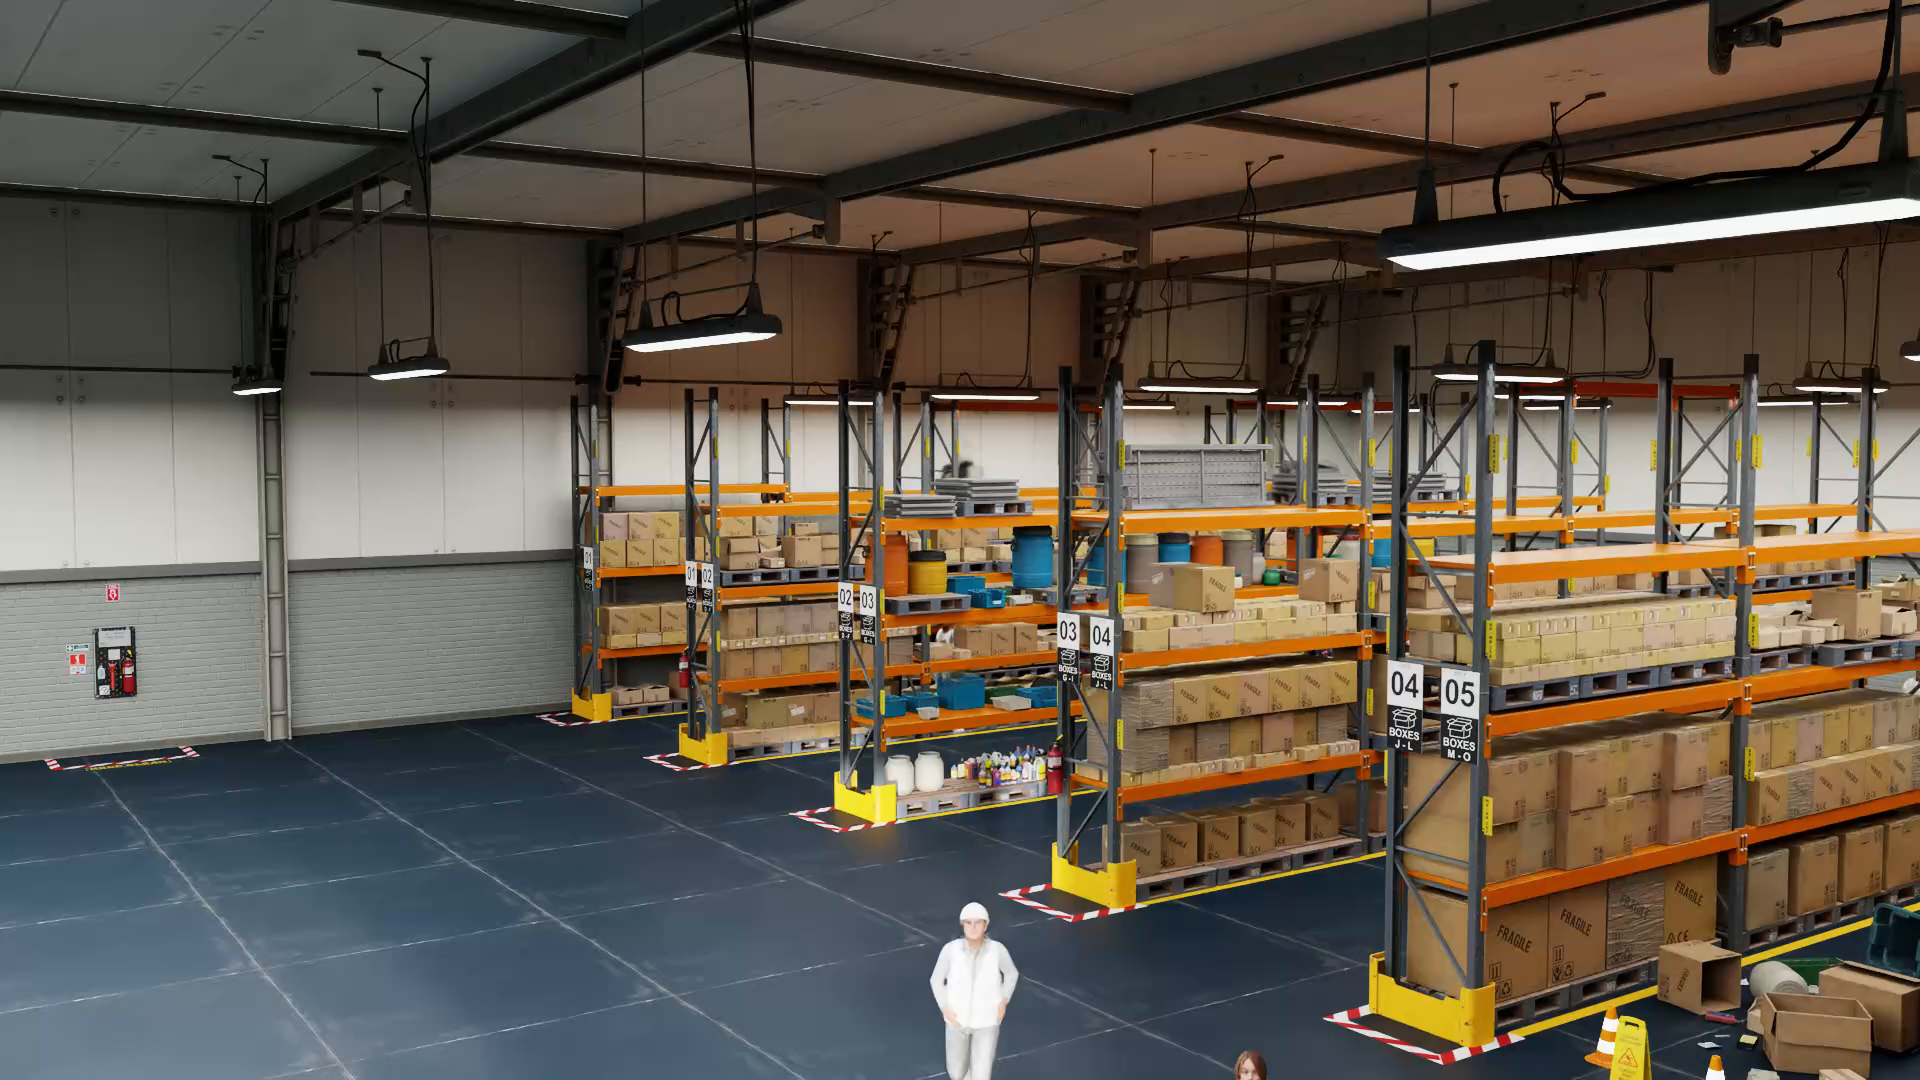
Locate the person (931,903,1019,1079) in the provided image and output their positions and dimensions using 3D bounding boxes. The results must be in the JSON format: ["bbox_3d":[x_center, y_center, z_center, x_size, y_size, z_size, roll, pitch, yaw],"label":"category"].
[{"bbox_3d":[0.100,3.571,12.399,0.644,1.758,0.992,1,3,9],"label":"person"}]

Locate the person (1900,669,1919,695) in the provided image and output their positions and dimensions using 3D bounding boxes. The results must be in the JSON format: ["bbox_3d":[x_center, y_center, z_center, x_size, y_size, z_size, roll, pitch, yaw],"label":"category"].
[{"bbox_3d":[15.105,2.742,26.063,0.694,1.726,0.657,3,4,38],"label":"person"}]

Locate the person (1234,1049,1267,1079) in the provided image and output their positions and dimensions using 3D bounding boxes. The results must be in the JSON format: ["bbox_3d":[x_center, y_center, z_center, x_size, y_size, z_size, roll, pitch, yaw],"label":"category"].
[{"bbox_3d":[1.726,3.779,9.724,0.528,1.586,0.650,1,4,14],"label":"person"}]

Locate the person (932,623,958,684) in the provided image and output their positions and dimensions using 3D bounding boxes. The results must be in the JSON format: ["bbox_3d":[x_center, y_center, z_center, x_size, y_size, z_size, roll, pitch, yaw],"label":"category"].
[{"bbox_3d":[-0.264,2.338,32.584,0.667,1.735,0.685,-3,5,-45],"label":"person"}]
